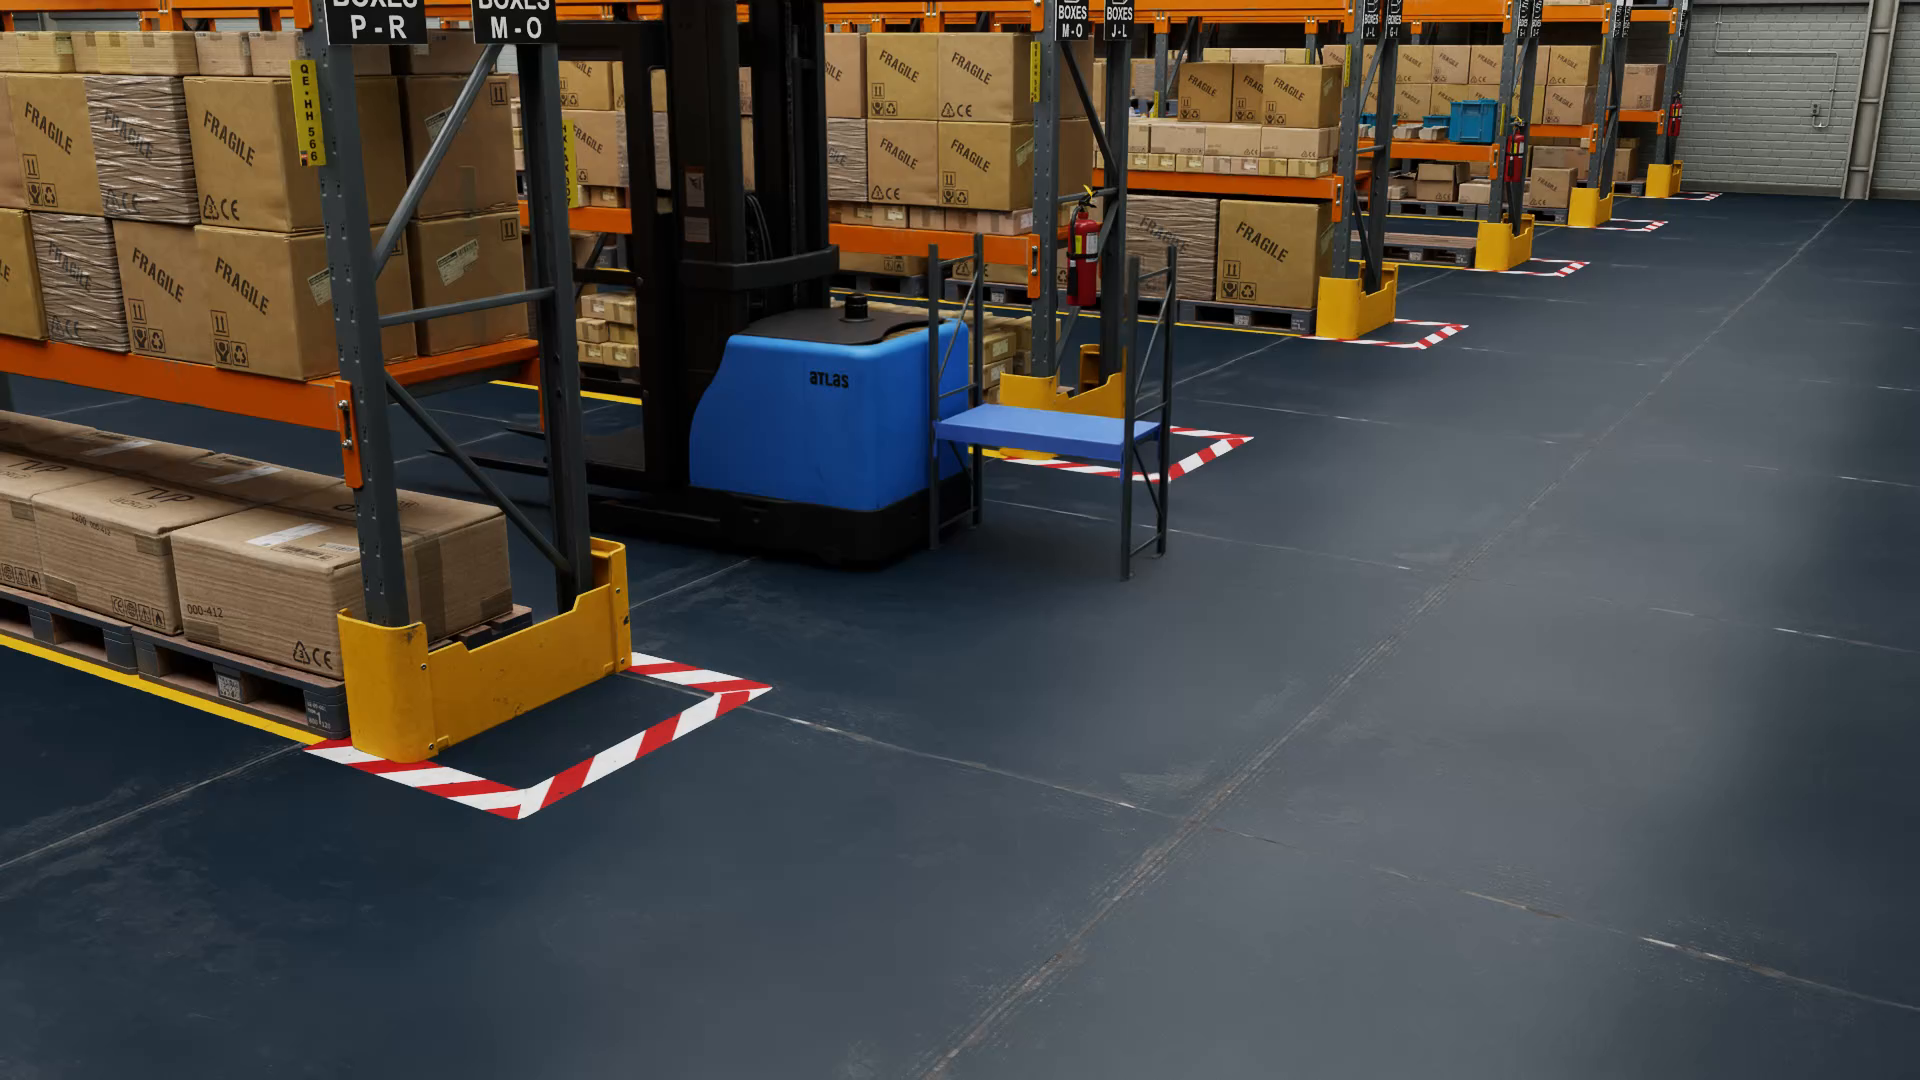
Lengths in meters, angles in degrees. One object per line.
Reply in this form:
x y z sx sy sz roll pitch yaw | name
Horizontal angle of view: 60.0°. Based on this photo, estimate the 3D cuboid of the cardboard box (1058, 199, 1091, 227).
0.627 -2.072 10.474 0.250 0.149 0.380 10 20 30 | cardboard box

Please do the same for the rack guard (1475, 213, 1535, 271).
6.033 -3.305 18.402 0.348 0.500 1.175 10 20 30 | rack guard

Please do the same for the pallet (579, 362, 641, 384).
-2.086 -1.243 12.109 1.213 0.211 1.003 10 20 30 | pallet

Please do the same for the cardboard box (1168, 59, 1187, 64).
3.968 -8.499 30.272 0.500 0.500 0.700 8 18 24 | cardboard box

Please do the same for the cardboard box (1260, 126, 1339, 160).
2.862 -3.353 14.006 0.500 0.250 0.500 10 19 29 | cardboard box

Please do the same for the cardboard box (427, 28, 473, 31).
-6.208 -5.433 19.350 1.000 1.000 1.000 10 20 30 | cardboard box

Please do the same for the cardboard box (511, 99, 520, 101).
-3.441 -3.329 12.864 0.250 0.149 0.380 10 19 29 | cardboard box

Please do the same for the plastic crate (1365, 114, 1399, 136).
4.846 -4.769 19.107 0.300 0.233 0.416 10 20 30 | plastic crate

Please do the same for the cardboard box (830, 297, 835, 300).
-1.088 -1.622 11.719 0.250 0.149 0.380 9 19 28 | cardboard box

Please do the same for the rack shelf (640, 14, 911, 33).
-2.516 -7.114 22.716 4.000 0.370 1.077 10 20 30 | rack shelf

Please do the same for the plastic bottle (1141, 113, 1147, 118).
2.286 -5.210 20.713 0.097 0.201 0.097 0 17 0 | plastic bottle

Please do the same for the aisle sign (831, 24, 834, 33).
-2.662 -10.569 33.543 0.004 0.787 0.394 10 20 30 | aisle sign

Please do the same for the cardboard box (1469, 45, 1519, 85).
7.203 -6.408 22.423 0.500 0.500 0.500 11 20 32 | cardboard box

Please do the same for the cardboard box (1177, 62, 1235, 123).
2.275 -3.997 14.836 0.500 0.500 0.500 10 19 29 | cardboard box

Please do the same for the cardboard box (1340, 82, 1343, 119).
5.484 -6.239 23.588 0.500 0.500 0.500 11 20 31 | cardboard box

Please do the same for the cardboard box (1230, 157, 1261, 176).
2.501 -3.205 14.204 0.250 0.149 0.380 10 20 30 | cardboard box

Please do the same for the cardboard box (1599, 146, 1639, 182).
10.542 -6.042 26.688 0.500 0.500 0.700 10 20 30 | cardboard box

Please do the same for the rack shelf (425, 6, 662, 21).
-5.108 -5.887 18.677 4.000 0.370 1.077 10 20 30 | rack shelf

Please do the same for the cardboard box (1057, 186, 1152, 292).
1.293 -2.810 15.406 0.875 0.875 0.875 10 20 30 | cardboard box

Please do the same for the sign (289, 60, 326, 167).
-2.069 -1.356 5.283 0.005 0.325 0.100 10 20 30 | sign

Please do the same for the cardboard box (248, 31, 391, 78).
-2.183 -1.662 5.684 0.250 0.149 0.380 10 20 31 | cardboard box

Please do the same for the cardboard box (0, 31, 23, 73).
-3.513 -1.887 6.425 0.250 0.149 0.380 11 20 32 | cardboard box

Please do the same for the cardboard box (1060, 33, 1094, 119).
0.488 -2.864 10.246 0.500 0.500 0.500 10 20 30 | cardboard box

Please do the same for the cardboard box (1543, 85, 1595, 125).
8.077 -5.776 22.064 0.500 0.500 0.500 11 20 32 | cardboard box

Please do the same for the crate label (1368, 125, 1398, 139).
4.727 -4.567 18.606 0.243 0.136 0.396 10 20 30 | crate label

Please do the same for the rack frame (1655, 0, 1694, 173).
11.190 -6.955 26.117 0.127 3.000 1.000 10 20 30 | rack frame

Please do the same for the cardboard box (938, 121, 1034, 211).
0.214 -2.257 9.965 0.500 0.500 0.500 11 20 31 | cardboard box

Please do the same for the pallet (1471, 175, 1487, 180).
8.389 -6.094 28.081 1.213 0.211 1.003 10 20 30 | pallet

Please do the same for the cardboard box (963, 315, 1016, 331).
0.165 -1.359 10.854 0.250 0.149 0.380 11 20 31 | cardboard box

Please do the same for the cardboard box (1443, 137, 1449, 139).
8.346 -6.811 28.105 0.250 0.149 0.380 10 20 30 | cardboard box

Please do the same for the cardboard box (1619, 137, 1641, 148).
10.753 -6.383 26.695 0.250 0.149 0.380 10 20 30 | cardboard box

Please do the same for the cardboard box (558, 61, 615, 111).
-2.420 -3.210 11.383 0.500 0.500 0.500 11 20 31 | cardboard box

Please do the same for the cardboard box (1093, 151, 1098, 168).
1.188 -3.439 14.973 0.250 0.149 0.380 10 20 31 | cardboard box

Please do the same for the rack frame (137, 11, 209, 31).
-10.220 -5.709 22.013 0.127 3.000 1.000 10 20 30 | rack frame

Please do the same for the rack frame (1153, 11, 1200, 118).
2.597 -5.110 20.043 0.127 3.000 1.000 10 20 30 | rack frame

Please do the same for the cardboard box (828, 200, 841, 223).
-0.746 -2.139 10.694 0.250 0.149 0.380 9 19 28 | cardboard box

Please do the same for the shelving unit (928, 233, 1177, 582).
0.429 -0.658 7.967 1.048 1.500 0.538 9 19 27 | shelving unit

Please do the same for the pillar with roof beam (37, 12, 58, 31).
-29.211 -15.864 45.124 0.400 9.000 9.100 10 20 30 | pillar with roof beam

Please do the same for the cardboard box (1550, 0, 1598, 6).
8.025 -7.104 21.705 0.500 0.250 0.500 10 20 30 | cardboard box

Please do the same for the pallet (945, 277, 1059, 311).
0.612 -2.414 15.965 1.213 0.211 1.003 10 20 30 | pallet

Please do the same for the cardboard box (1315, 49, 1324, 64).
6.385 -8.288 28.495 0.500 0.250 0.500 11 20 31 | cardboard box

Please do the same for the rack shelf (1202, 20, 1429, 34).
6.078 -8.959 28.790 4.000 0.370 1.077 10 20 30 | rack shelf

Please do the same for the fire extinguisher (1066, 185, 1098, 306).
0.705 -1.694 9.571 0.183 0.674 0.296 10 20 30 | fire extinguisher

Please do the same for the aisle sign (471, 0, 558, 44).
-1.560 -2.125 5.744 0.004 0.787 0.394 10 20 30 | aisle sign

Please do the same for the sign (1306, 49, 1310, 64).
4.905 -6.752 23.457 0.005 0.325 0.100 10 20 30 | sign

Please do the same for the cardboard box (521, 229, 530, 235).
-3.623 -2.292 13.054 0.500 0.250 0.500 11 20 32 | cardboard box

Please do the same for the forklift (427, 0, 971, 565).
-1.485 -1.569 8.502 3.031 2.935 1.130 9 19 27 | forklift

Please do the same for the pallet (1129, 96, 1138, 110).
2.398 -6.767 25.828 1.003 0.211 1.213 10 20 30 | pallet

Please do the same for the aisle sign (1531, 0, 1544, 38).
6.222 -5.808 17.868 0.004 0.787 0.394 10 20 30 | aisle sign

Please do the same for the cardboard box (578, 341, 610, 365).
-2.535 -1.372 11.920 0.250 0.149 0.380 9 19 28 | cardboard box

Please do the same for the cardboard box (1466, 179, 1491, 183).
7.434 -4.928 23.416 0.500 0.250 0.500 10 20 30 | cardboard box

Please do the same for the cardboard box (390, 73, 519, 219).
-2.033 -1.490 6.234 0.500 0.500 0.500 10 19 29 | cardboard box

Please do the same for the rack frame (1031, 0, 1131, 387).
0.732 -2.062 10.008 0.127 3.000 1.000 10 20 30 | rack frame

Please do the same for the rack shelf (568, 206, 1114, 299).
-0.973 -2.022 11.114 4.000 0.370 1.077 10 20 30 | rack shelf

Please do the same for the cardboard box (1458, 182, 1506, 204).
7.215 -4.796 22.984 0.500 0.250 0.500 10 20 30 | cardboard box
